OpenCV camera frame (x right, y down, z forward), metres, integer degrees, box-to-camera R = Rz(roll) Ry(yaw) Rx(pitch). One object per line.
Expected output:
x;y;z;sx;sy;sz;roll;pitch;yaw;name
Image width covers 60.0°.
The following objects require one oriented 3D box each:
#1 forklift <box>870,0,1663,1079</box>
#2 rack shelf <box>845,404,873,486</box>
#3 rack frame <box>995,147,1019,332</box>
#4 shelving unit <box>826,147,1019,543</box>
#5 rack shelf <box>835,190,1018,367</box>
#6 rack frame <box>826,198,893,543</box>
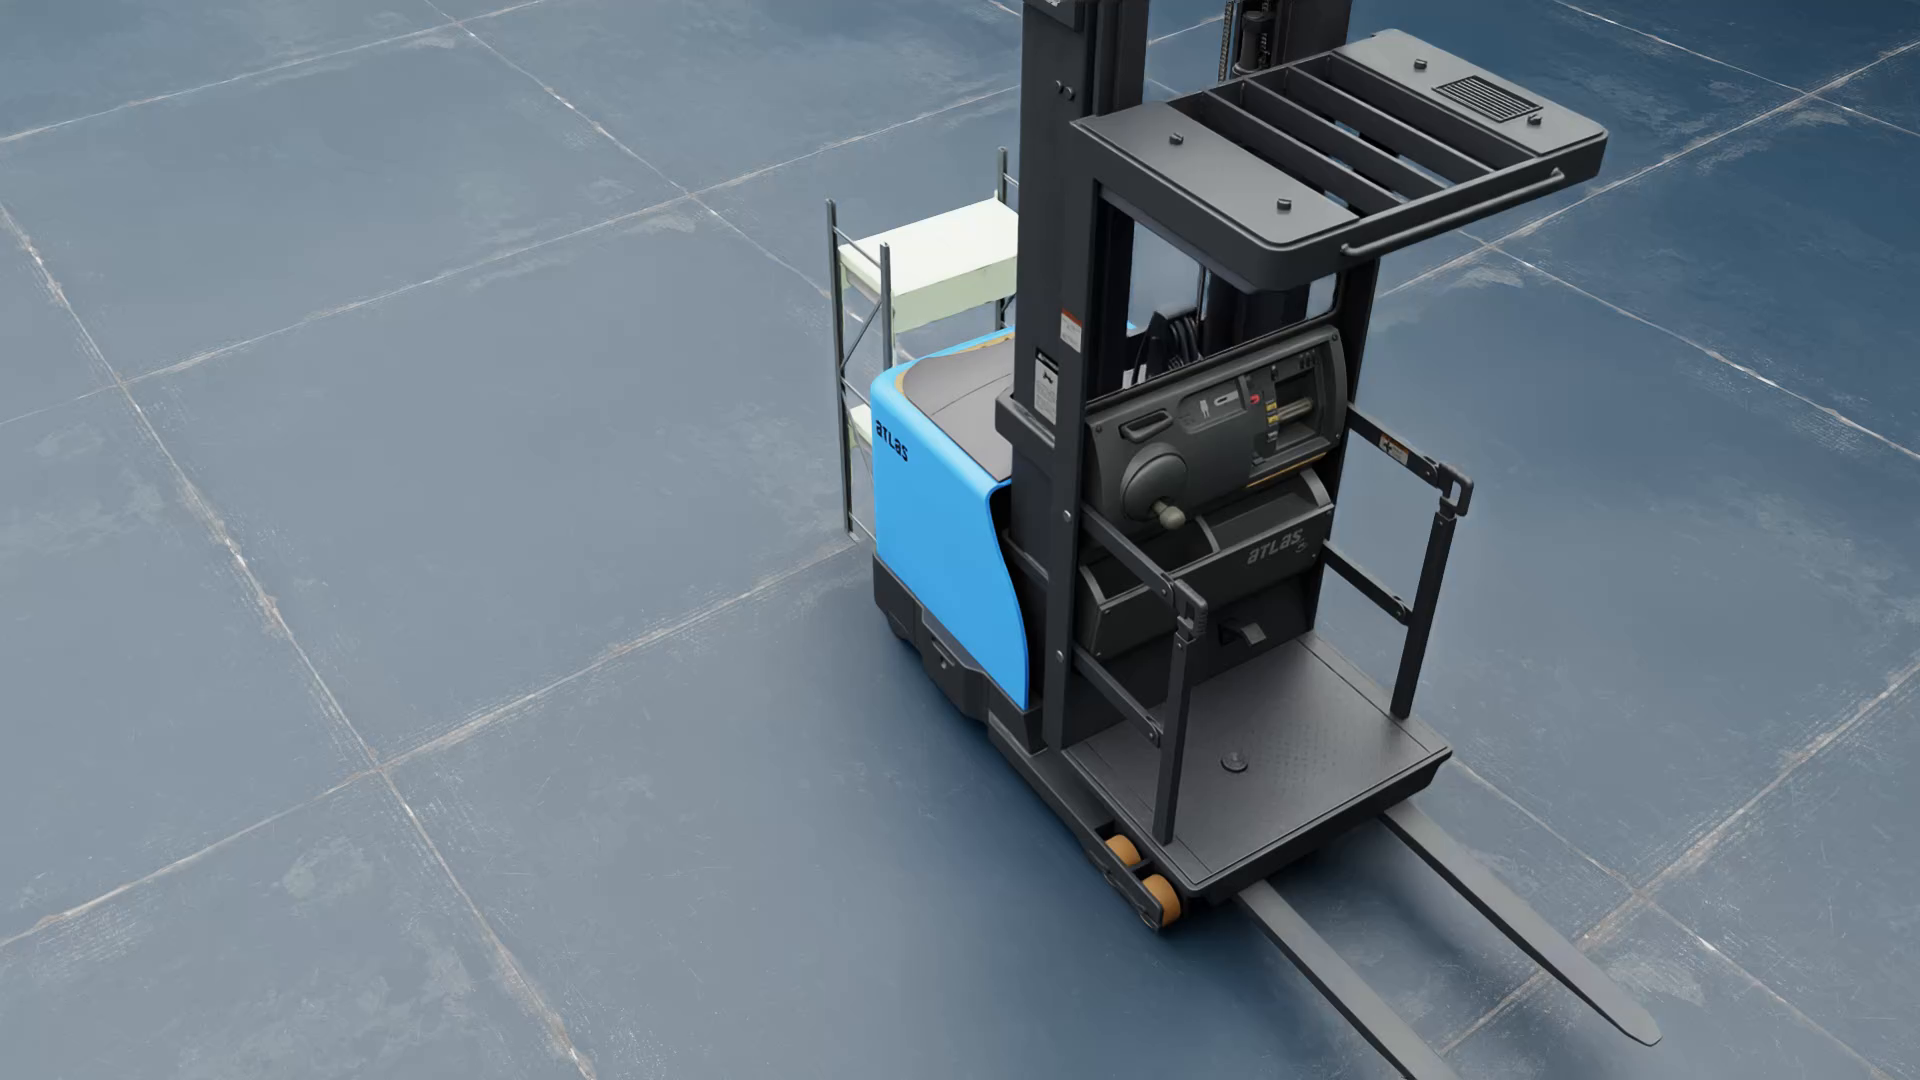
0.889;-0.254;4.748;1.130;2.935;3.031;-22;44;-25;forklift
-0.048;-0.389;6.556;0.720;0.370;0.431;-23;44;-25;rack shelf
0.258;-0.768;6.504;0.023;1.500;0.400;-23;44;-25;rack frame
-0.048;-0.641;6.349;0.755;1.500;0.431;-23;44;-25;shelving unit
-0.048;-0.943;6.102;0.720;0.370;0.431;-23;44;-25;rack shelf
-0.354;-0.514;6.194;0.023;1.500;0.400;-23;44;-25;rack frame
